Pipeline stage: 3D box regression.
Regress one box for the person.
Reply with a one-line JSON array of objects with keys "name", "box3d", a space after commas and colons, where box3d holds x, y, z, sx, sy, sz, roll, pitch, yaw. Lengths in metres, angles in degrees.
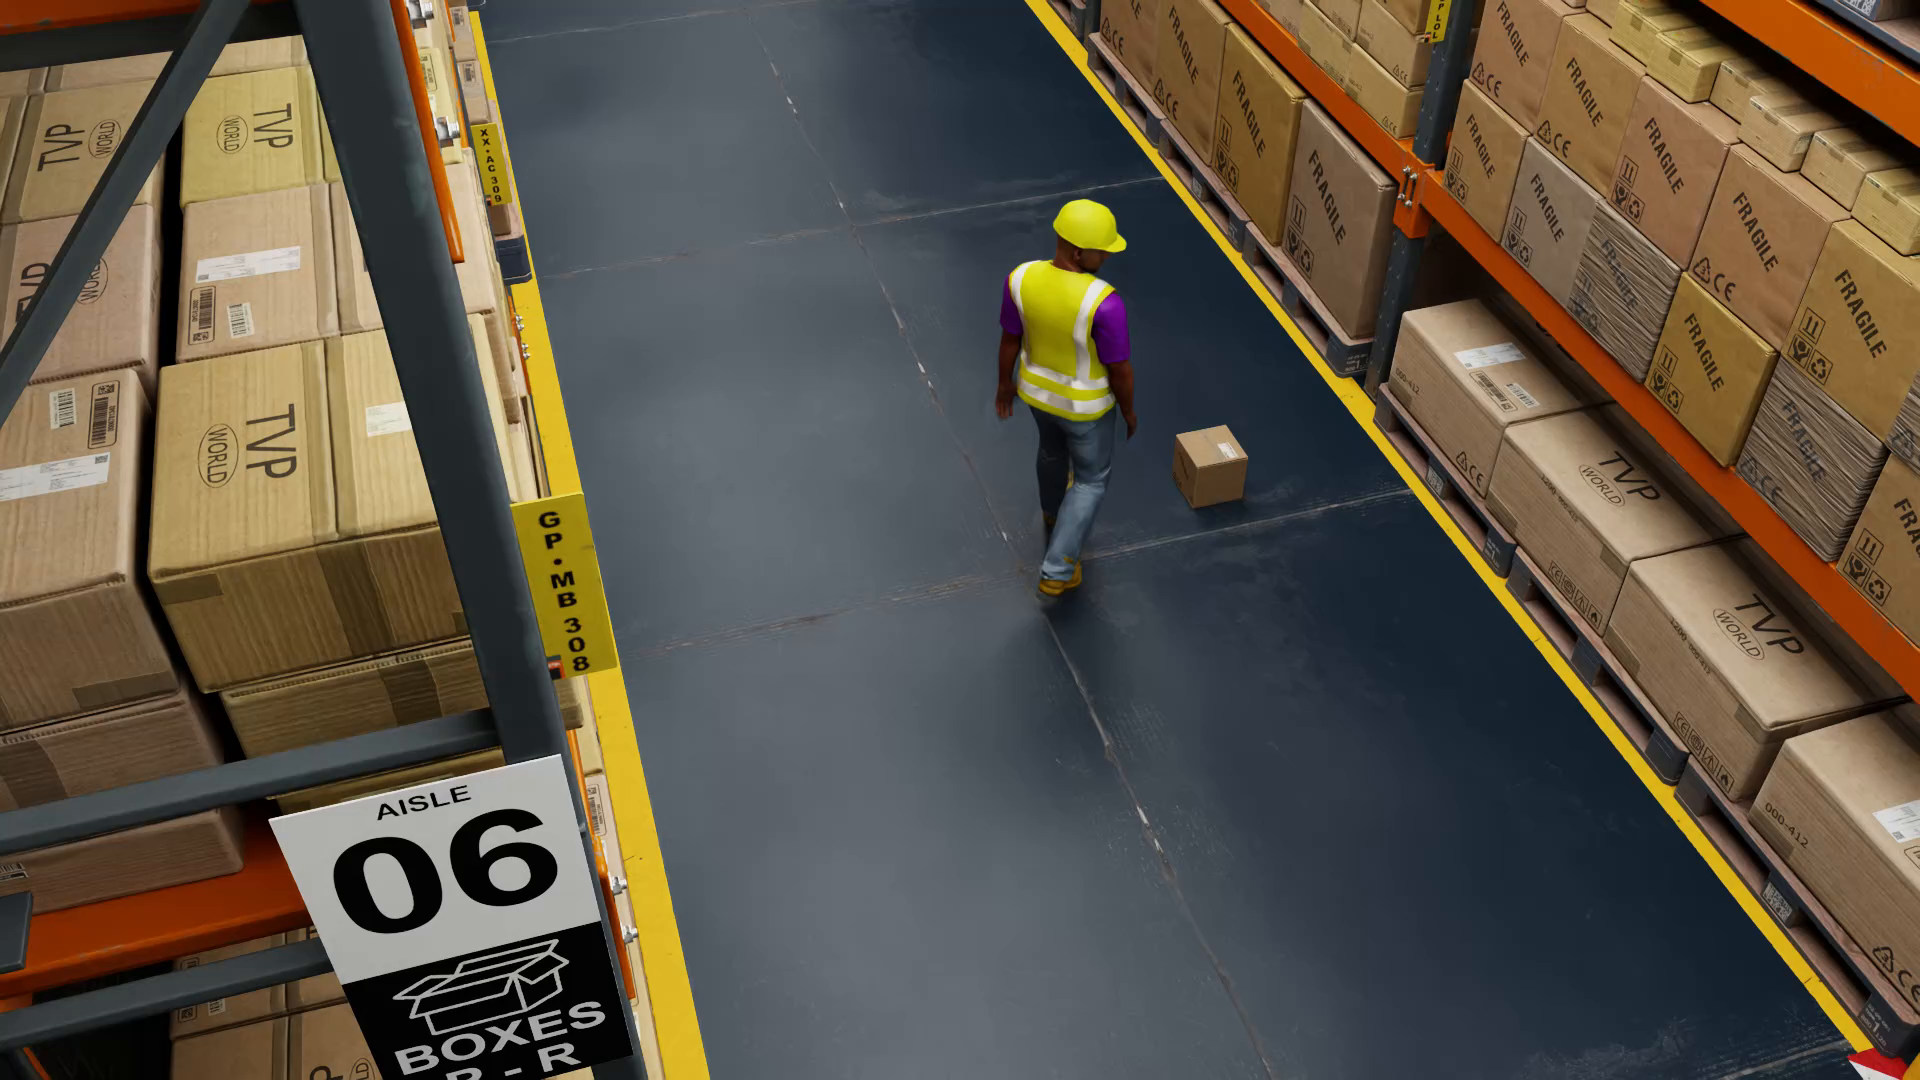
[{"name": "person", "box3d": [0.446, -0.600, 6.805, 0.605, 1.750, 0.835, 24, 47, 25]}]
